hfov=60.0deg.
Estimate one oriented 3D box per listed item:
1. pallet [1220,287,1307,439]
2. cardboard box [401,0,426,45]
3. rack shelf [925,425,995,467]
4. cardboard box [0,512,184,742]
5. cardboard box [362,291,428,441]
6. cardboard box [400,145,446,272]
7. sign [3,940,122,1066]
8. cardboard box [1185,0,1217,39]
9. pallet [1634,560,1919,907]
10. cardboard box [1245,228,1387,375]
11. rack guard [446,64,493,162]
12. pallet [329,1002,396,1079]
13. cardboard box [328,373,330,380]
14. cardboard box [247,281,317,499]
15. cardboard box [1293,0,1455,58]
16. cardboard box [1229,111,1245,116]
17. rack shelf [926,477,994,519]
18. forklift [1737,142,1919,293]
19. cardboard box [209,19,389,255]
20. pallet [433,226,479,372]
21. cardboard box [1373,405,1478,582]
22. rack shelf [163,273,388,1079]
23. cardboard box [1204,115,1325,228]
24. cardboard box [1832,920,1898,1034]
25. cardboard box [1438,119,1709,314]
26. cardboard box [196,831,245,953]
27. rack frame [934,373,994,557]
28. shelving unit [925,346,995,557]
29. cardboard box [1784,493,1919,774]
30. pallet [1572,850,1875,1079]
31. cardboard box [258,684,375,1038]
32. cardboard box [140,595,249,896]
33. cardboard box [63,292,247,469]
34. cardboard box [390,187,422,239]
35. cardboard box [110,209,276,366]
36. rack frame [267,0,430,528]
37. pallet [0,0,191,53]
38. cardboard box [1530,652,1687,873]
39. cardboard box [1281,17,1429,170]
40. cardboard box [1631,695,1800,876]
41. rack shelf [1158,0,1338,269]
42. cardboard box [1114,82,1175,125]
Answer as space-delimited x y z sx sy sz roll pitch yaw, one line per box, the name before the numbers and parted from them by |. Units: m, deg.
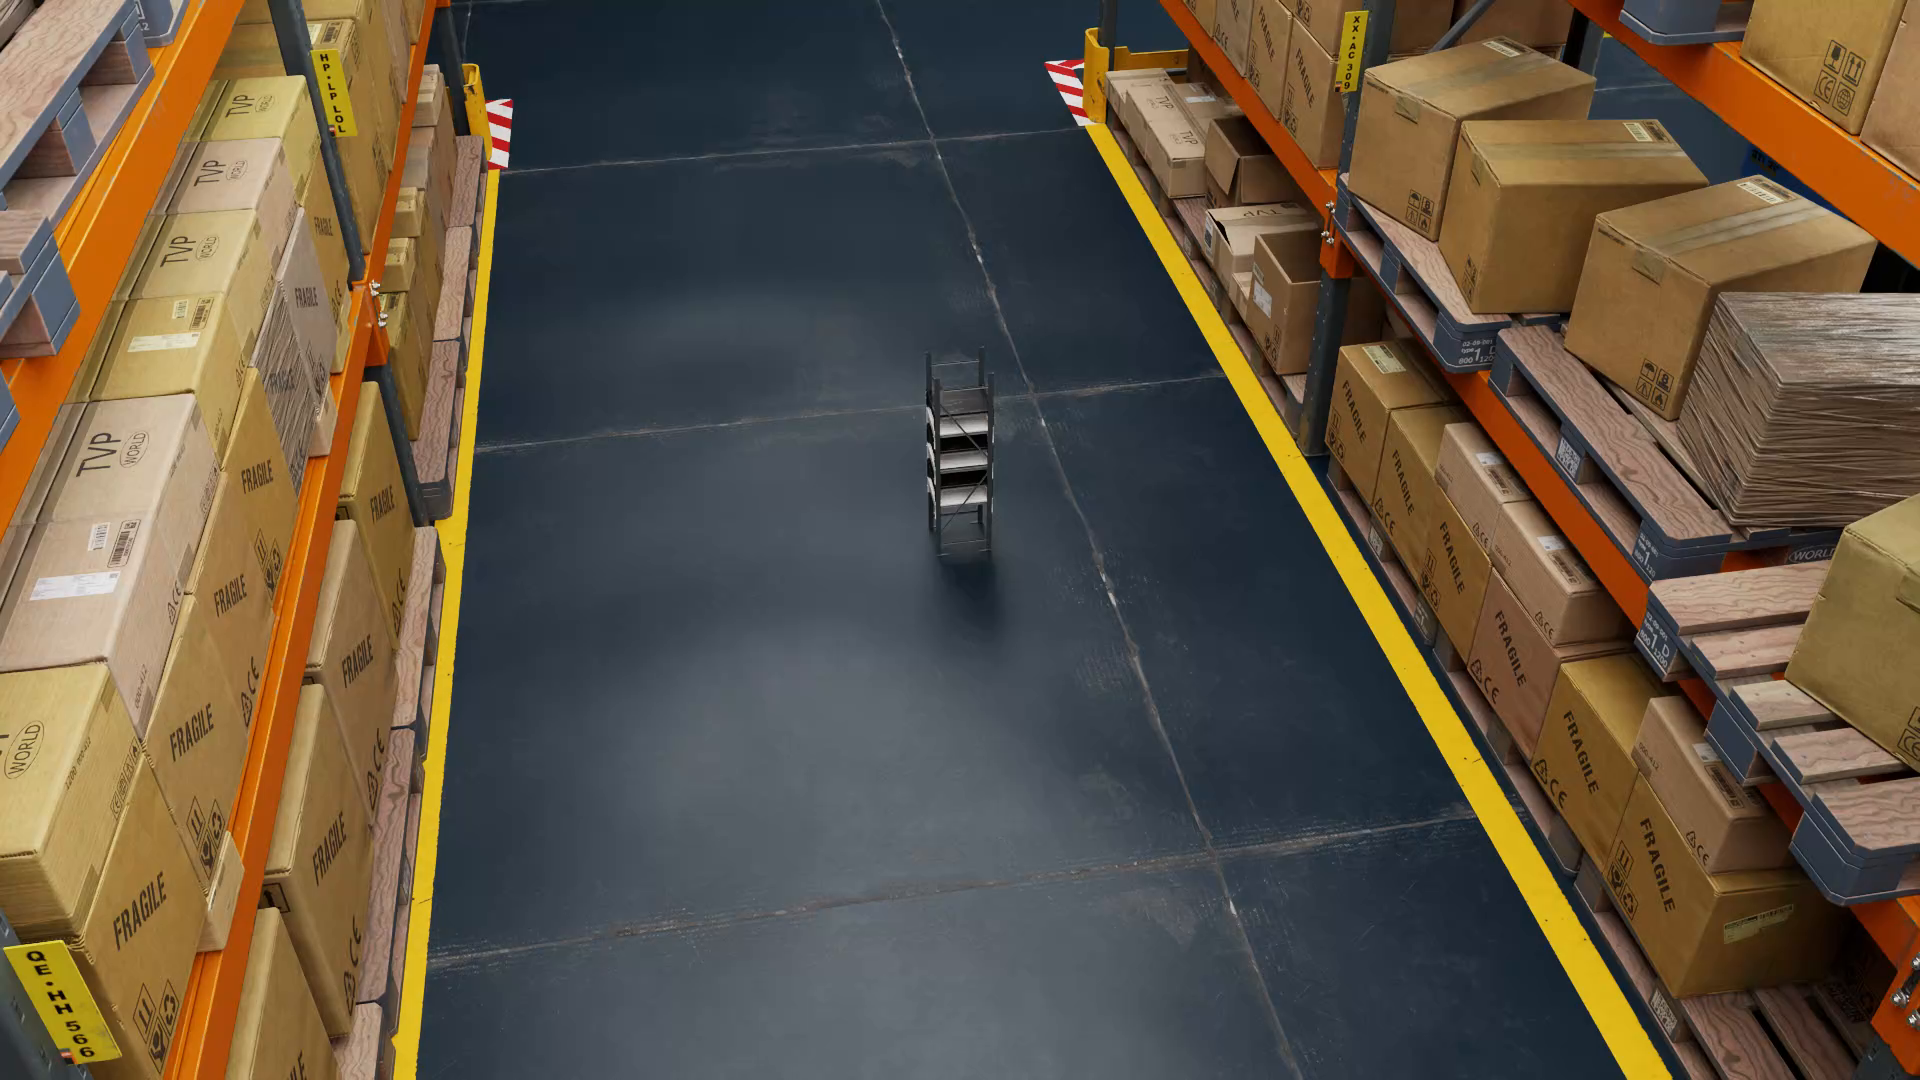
pallet | 1.966 -0.967 8.323 1.003 0.211 1.213 -6 38 -8
cardboard box | -3.255 -2.908 8.304 0.980 0.700 0.700 -7 38 -8
rack shelf | -0.001 -0.405 6.945 0.258 0.077 0.200 -6 38 -8
cardboard box | -2.011 0.210 3.583 0.500 0.250 0.500 -7 38 -9
cardboard box | -2.821 -0.760 7.479 0.700 0.500 0.500 -6 38 -7
cardboard box | -3.095 -1.695 8.683 0.700 0.500 0.500 -7 38 -9
sign | -1.557 0.807 2.887 0.100 0.325 0.005 -6 38 -8
cardboard box | 1.469 -2.896 8.452 0.500 0.500 0.500 -6 38 -7
pallet | 2.598 0.436 4.400 1.213 0.211 1.003 -6 38 -8
cardboard box | 1.706 -1.154 7.969 0.500 0.500 0.500 -6 38 -8
rack guard | -3.497 -2.562 10.140 1.175 0.500 0.348 -6 38 -8
pallet | -2.154 1.914 4.614 1.003 0.211 1.213 -6 38 -8
cardboard box | -2.385 -0.543 5.692 0.380 0.149 0.250 -5 38 -7
cardboard box | -2.283 -0.420 5.006 0.500 0.500 0.500 -6 38 -8
cardboard box | 1.741 -2.366 6.954 0.500 0.500 0.500 -6 38 -8
cardboard box | 1.859 -2.279 9.621 0.500 0.250 0.500 -6 38 -8
rack shelf | -0.001 -0.192 7.111 0.258 0.077 0.200 -6 38 -8
forklift | 4.713 -1.573 6.886 1.130 2.935 3.031 -8 39 -10
cardboard box | -2.870 -1.567 6.577 0.980 0.700 0.700 -6 38 -7
pallet | -3.065 -1.224 8.653 1.003 0.211 1.213 -6 38 -8
cardboard box | 2.034 -0.201 6.743 0.500 0.500 0.500 -6 38 -7
rack shelf | -2.441 0.373 4.911 1.077 0.370 4.000 -6 38 -8
cardboard box | 1.751 -1.976 9.025 0.797 0.503 0.637 -6 38 -8
cardboard box | 2.988 1.270 4.849 0.500 0.500 0.500 -5 38 -6
cardboard box | 2.131 -1.140 5.849 0.700 0.500 0.500 -1 38 -1
cardboard box | -1.919 0.842 3.910 0.380 0.149 0.250 -5 38 -7
rack frame | 0.016 -0.299 6.901 0.240 0.900 0.006 -6 38 -8
shelving unit | -0.001 -0.360 6.980 0.258 0.900 0.210 -6 38 -8
cardboard box | 2.565 0.189 4.138 0.700 0.500 0.500 -19 42 -23
pallet | 2.693 1.408 5.265 1.003 0.211 1.213 -6 38 -8
cardboard box | -2.237 0.992 4.938 0.750 0.750 0.750 -6 38 -8
cardboard box | -2.006 0.494 3.829 0.500 0.500 0.500 -5 38 -6
cardboard box | -2.198 -0.399 4.368 0.500 0.250 0.500 -7 38 -9
cardboard box | -2.794 -1.558 7.977 0.380 0.149 0.250 -7 38 -9
cardboard box | -2.288 -0.707 4.764 0.500 0.250 0.500 -6 38 -7
rack frame | -2.791 -1.119 6.245 1.000 3.000 0.127 -6 38 -8
pallet | -2.582 -1.679 4.678 0.805 0.209 1.217 -8 39 -10
cardboard box | 2.301 0.723 5.553 0.500 0.500 0.500 -8 38 -10
cardboard box | 1.745 -1.968 7.256 0.500 0.500 0.500 -6 38 -7
cardboard box | 2.377 0.706 4.964 0.500 0.250 0.500 -5 38 -6
rack shelf | 1.734 -2.578 8.709 1.077 0.370 4.000 -6 38 -8
cardboard box | 1.163 -2.684 10.210 0.380 0.166 0.250 -6 38 -8
